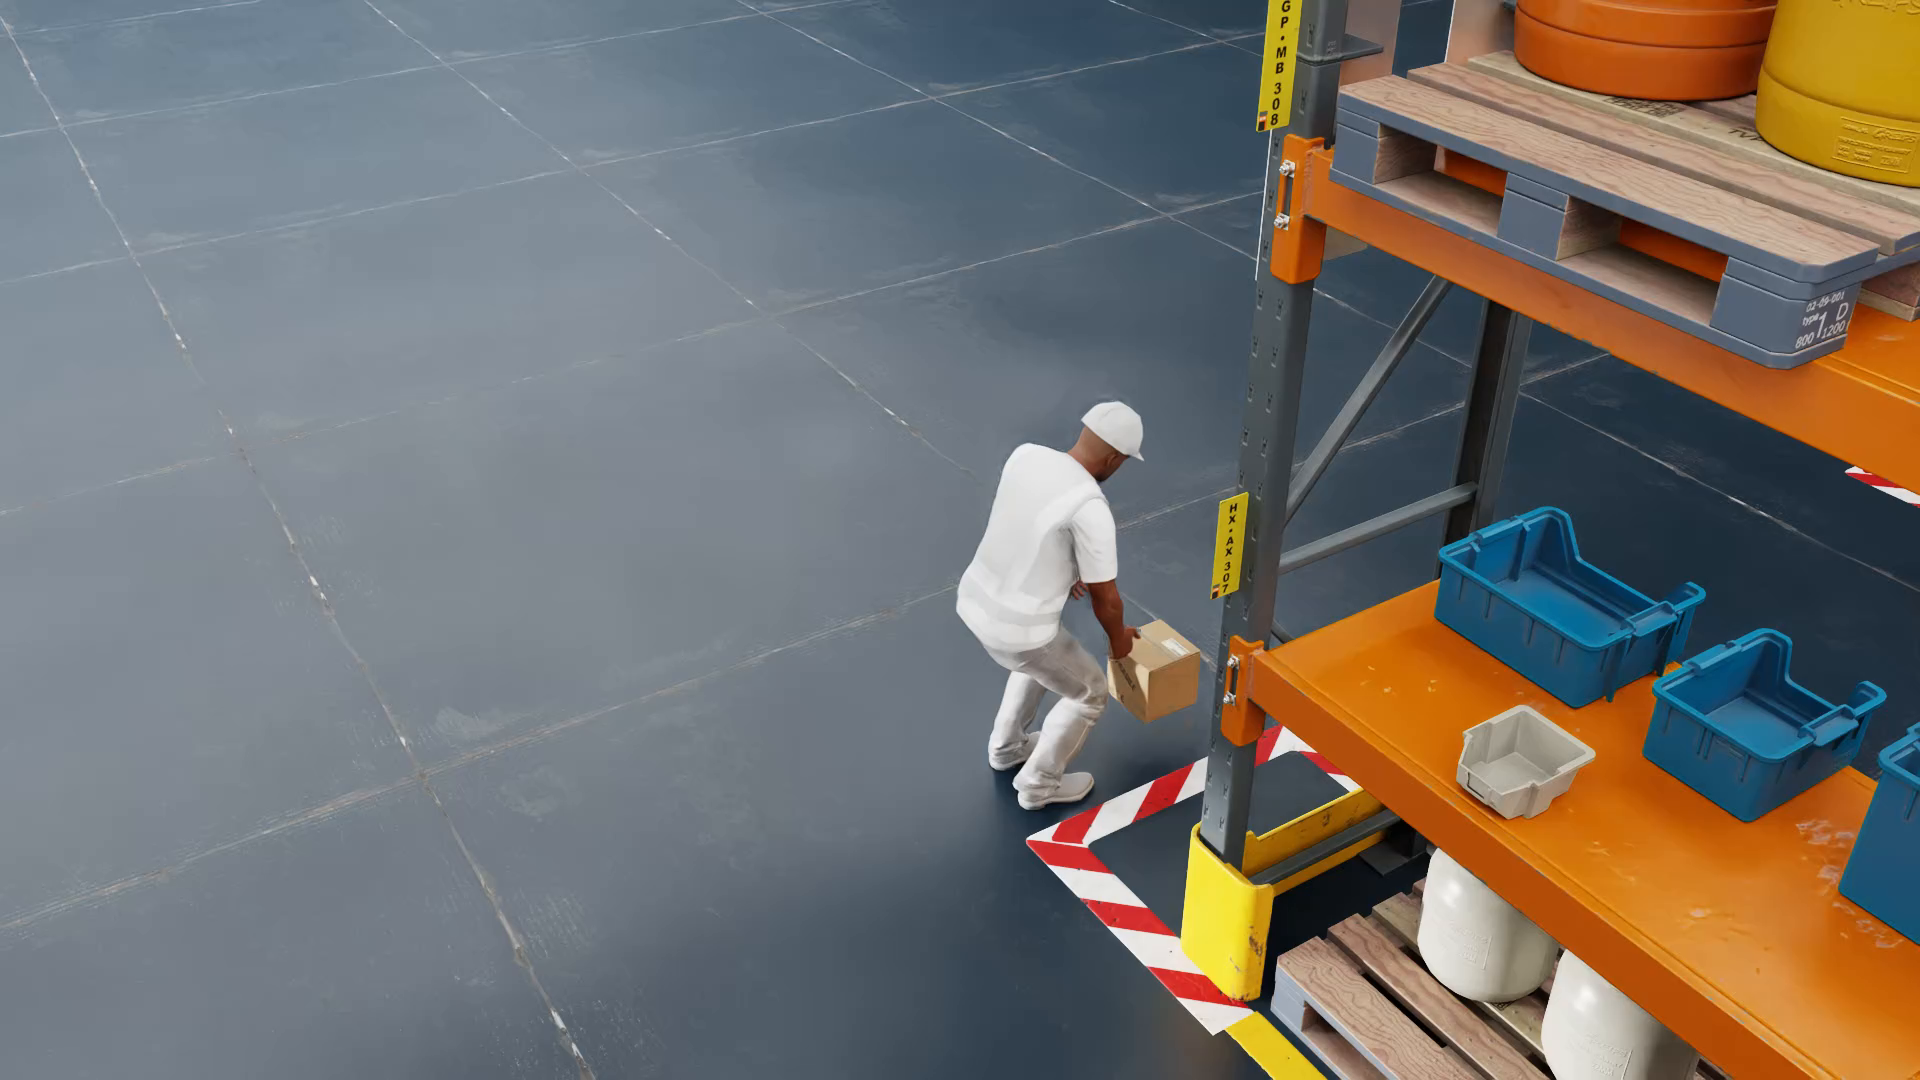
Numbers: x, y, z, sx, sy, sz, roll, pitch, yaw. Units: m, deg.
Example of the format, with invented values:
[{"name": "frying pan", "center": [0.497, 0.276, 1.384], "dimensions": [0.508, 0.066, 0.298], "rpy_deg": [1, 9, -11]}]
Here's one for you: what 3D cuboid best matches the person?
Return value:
[{"name": "person", "center": [0.324, 0.226, 5.997], "dimensions": [0.687, 1.513, 0.627], "rpy_deg": [-14, 35, -21]}]
